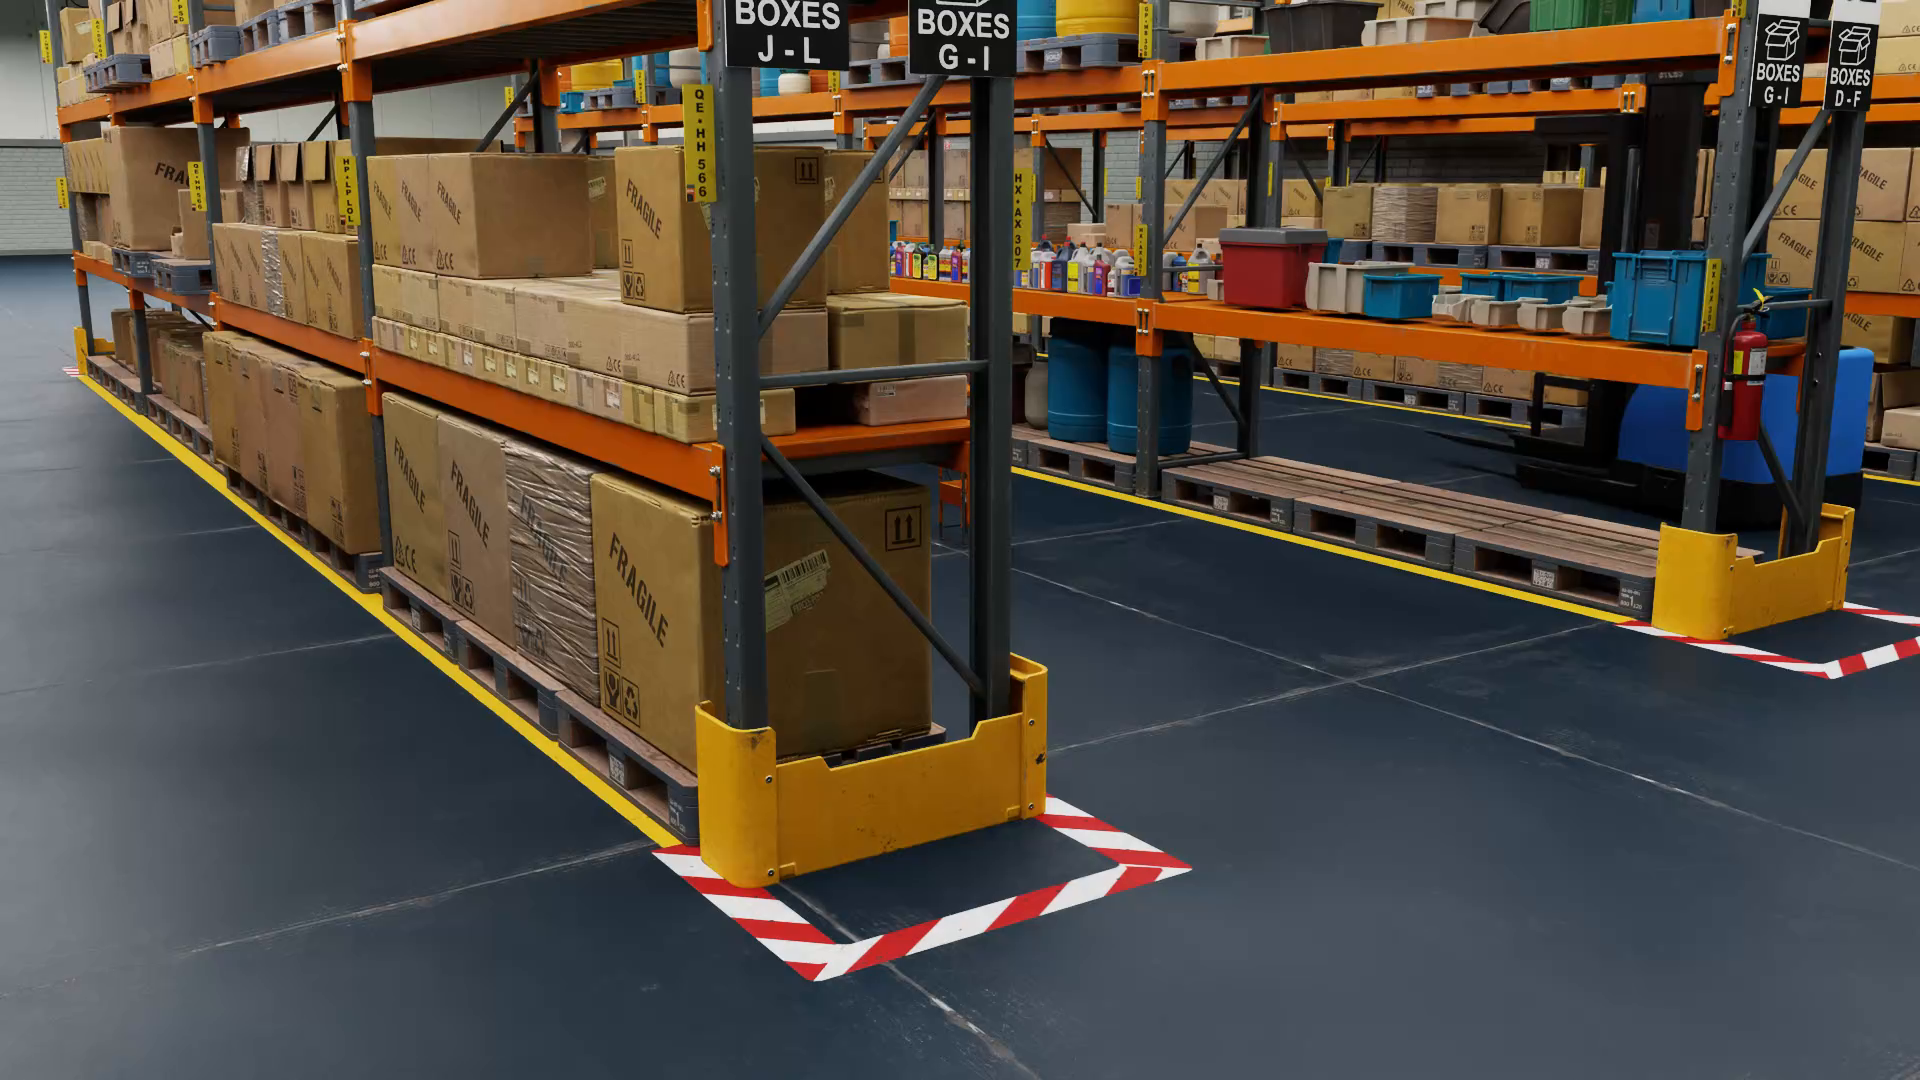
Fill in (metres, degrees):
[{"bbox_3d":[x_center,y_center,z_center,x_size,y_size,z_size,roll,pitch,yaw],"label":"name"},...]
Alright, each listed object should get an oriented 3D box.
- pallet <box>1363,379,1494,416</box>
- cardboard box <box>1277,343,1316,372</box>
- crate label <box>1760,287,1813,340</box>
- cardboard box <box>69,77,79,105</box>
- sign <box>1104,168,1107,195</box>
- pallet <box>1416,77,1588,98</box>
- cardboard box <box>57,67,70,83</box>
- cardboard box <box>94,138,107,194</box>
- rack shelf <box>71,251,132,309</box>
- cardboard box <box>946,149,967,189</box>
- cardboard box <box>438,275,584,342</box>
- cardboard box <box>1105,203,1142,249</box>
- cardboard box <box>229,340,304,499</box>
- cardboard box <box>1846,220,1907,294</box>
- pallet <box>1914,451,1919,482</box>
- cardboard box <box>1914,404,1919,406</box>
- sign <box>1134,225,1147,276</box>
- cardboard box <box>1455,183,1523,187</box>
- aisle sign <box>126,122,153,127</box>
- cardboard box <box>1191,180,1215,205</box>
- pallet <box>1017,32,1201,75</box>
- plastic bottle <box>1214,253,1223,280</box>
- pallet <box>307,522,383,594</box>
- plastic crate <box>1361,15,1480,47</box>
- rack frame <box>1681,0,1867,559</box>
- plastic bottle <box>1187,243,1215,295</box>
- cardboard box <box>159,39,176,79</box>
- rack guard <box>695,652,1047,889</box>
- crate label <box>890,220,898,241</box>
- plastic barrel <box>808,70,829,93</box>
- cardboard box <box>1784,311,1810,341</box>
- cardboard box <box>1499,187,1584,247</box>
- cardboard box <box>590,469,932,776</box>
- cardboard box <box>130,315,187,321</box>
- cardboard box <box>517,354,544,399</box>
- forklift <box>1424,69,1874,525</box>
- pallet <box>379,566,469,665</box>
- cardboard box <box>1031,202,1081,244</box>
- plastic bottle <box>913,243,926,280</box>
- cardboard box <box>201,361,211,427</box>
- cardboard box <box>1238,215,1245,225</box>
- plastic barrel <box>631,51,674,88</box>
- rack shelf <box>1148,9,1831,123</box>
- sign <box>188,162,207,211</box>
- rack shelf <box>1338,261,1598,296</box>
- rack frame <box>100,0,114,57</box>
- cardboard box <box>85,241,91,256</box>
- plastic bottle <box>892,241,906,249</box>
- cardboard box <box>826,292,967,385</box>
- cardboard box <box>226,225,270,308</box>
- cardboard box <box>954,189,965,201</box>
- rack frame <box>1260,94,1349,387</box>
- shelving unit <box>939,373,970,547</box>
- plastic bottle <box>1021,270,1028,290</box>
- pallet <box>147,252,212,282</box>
[{"bbox_3d":[4.593,-1.386,15.707,1.003,0.211,1.213,-8,15,-33],"label":"pallet"},{"bbox_3d":[3.553,-1.982,16.723,0.500,0.500,0.500,-7,14,-30],"label":"cardboard box"},{"bbox_3d":[3.983,-1.125,8.234,0.416,0.233,0.303,-8,15,-33],"label":"crate label"},{"bbox_3d":[-8.529,-4.450,16.518,0.500,0.250,0.500,-8,15,-33],"label":"cardboard box"},{"bbox_3d":[1.769,-4.407,20.467,0.100,0.325,0.005,-8,15,-33],"label":"sign"},{"bbox_3d":[4.875,-4.073,14.884,1.213,0.211,1.003,-8,15,-33],"label":"pallet"},{"bbox_3d":[-9.120,-4.806,17.216,0.380,0.149,0.250,-8,15,-32],"label":"cardboard box"},{"bbox_3d":[-7.683,-3.461,15.396,0.500,0.500,0.500,-8,15,-33],"label":"cardboard box"},{"bbox_3d":[-8.035,-2.646,16.625,1.077,0.370,4.000,-8,15,-33],"label":"rack shelf"},{"bbox_3d":[0.237,-4.842,21.713,0.700,0.500,0.500,-8,15,-33],"label":"cardboard box"},{"bbox_3d":[-1.889,-0.996,7.051,0.500,0.250,0.500,-8,14,-31],"label":"cardboard box"},{"bbox_3d":[2.026,-3.631,19.208,0.500,0.500,0.500,-7,14,-29],"label":"cardboard box"},{"bbox_3d":[-3.858,-0.813,10.549,1.225,0.875,0.875,-8,15,-33],"label":"cardboard box"},{"bbox_3d":[6.655,-2.047,11.966,0.500,0.500,0.500,-8,15,-34],"label":"cardboard box"},{"bbox_3d":[7.486,-0.473,11.529,1.003,0.211,1.213,-8,15,-33],"label":"pallet"},{"bbox_3d":[7.352,-0.860,12.177,0.500,0.250,0.500,-8,15,-33],"label":"cardboard box"},{"bbox_3d":[1.170,-1.876,10.771,0.100,0.325,0.005,-8,15,-33],"label":"sign"},{"bbox_3d":[6.683,-4.255,21.032,0.700,0.500,0.500,-8,15,-33],"label":"cardboard box"},{"bbox_3d":[-8.927,-4.670,18.110,0.394,0.787,0.004,-8,15,-33],"label":"aisle sign"},{"bbox_3d":[3.789,-5.113,24.770,0.500,0.500,0.500,-9,15,-35],"label":"cardboard box"},{"bbox_3d":[1.113,-3.306,11.381,1.213,0.211,1.003,-8,15,-33],"label":"pallet"},{"bbox_3d":[1.781,-1.864,11.638,0.061,0.283,0.133,-8,15,-33],"label":"plastic bottle"},{"bbox_3d":[-2.984,0.015,9.300,1.003,0.211,1.213,-8,15,-33],"label":"pallet"},{"bbox_3d":[2.494,-2.769,9.097,0.437,0.136,0.530,-8,15,-33],"label":"plastic crate"},{"bbox_3d":[3.845,-1.094,7.844,1.000,3.000,0.127,-8,15,-33],"label":"rack frame"},{"bbox_3d":[1.682,-1.890,11.596,0.144,0.351,0.185,-8,15,-33],"label":"plastic bottle"},{"bbox_3d":[-5.464,-3.465,12.015,0.500,0.250,0.500,-8,15,-33],"label":"cardboard box"},{"bbox_3d":[-0.265,0.718,5.410,1.175,0.500,0.348,-8,15,-33],"label":"rack guard"},{"bbox_3d":[-0.912,-2.743,15.300,0.502,0.435,0.616,-8,15,-33],"label":"crate label"},{"bbox_3d":[-1.224,-4.480,15.301,0.600,0.830,0.708,-8,15,-33],"label":"plastic barrel"},{"bbox_3d":[8.913,-2.391,17.823,0.750,0.750,0.750,-8,14,-31],"label":"cardboard box"},{"bbox_3d":[5.245,-2.871,14.750,0.700,0.500,0.500,-6,14,-24],"label":"cardboard box"},{"bbox_3d":[-0.699,0.221,5.822,0.875,0.875,0.875,-8,15,-33],"label":"cardboard box"},{"bbox_3d":[-8.120,-2.009,16.893,0.500,0.500,0.500,-7,14,-28],"label":"cardboard box"},{"bbox_3d":[-1.461,-0.637,6.341,0.380,0.149,0.250,-8,15,-33],"label":"cardboard box"},{"bbox_3d":[4.519,-1.794,11.203,1.130,2.935,3.031,-6,14,-27],"label":"forklift"},{"bbox_3d":[-2.138,0.288,8.053,1.003,0.211,1.213,-8,15,-33],"label":"pallet"},{"bbox_3d":[1.071,-3.941,20.628,0.700,0.500,0.500,-9,15,-34],"label":"cardboard box"},{"bbox_3d":[-0.324,-2.233,13.325,0.061,0.283,0.133,-8,15,-33],"label":"plastic bottle"},{"bbox_3d":[-5.416,-1.138,12.867,0.700,0.500,0.500,-10,16,-37],"label":"cardboard box"},{"bbox_3d":[4.369,-4.563,24.010,0.500,0.250,0.500,-8,15,-33],"label":"cardboard box"},{"bbox_3d":[-3.266,-5.333,18.051,0.600,0.901,0.708,-8,15,-33],"label":"plastic barrel"},{"bbox_3d":[2.737,-2.564,9.226,1.077,0.370,4.000,-8,15,-33],"label":"rack shelf"},{"bbox_3d":[-5.157,-2.392,11.252,0.100,0.325,0.005,-8,15,-33],"label":"sign"},{"bbox_3d":[4.647,-2.395,15.478,1.077,0.370,4.000,-8,15,-33],"label":"rack shelf"},{"bbox_3d":[-6.927,-5.573,14.281,1.000,3.000,0.127,-8,15,-33],"label":"rack frame"},{"bbox_3d":[-8.935,-3.059,17.416,0.380,0.149,0.250,-8,15,-33],"label":"cardboard box"},{"bbox_3d":[-0.490,-2.359,13.918,0.152,0.276,0.135,-8,15,-33],"label":"plastic bottle"},{"bbox_3d":[-0.319,-0.697,5.683,0.500,0.250,0.500,-9,15,-34],"label":"cardboard box"},{"bbox_3d":[-4.380,-1.769,10.697,0.500,0.500,0.500,-9,15,-34],"label":"cardboard box"},{"bbox_3d":[0.141,-4.476,21.554,0.380,0.149,0.250,-8,14,-31],"label":"cardboard box"},{"bbox_3d":[3.539,-3.103,17.028,1.000,3.000,0.127,-8,15,-33],"label":"rack frame"},{"bbox_3d":[0.030,-0.503,9.706,0.215,1.050,0.252,-8,15,-33],"label":"shelving unit"},{"bbox_3d":[0.498,-1.936,12.160,0.097,0.201,0.097,0,12,0],"label":"plastic bottle"},{"bbox_3d":[-5.841,-2.184,13.277,1.003,0.211,1.213,-8,15,-33],"label":"pallet"}]
